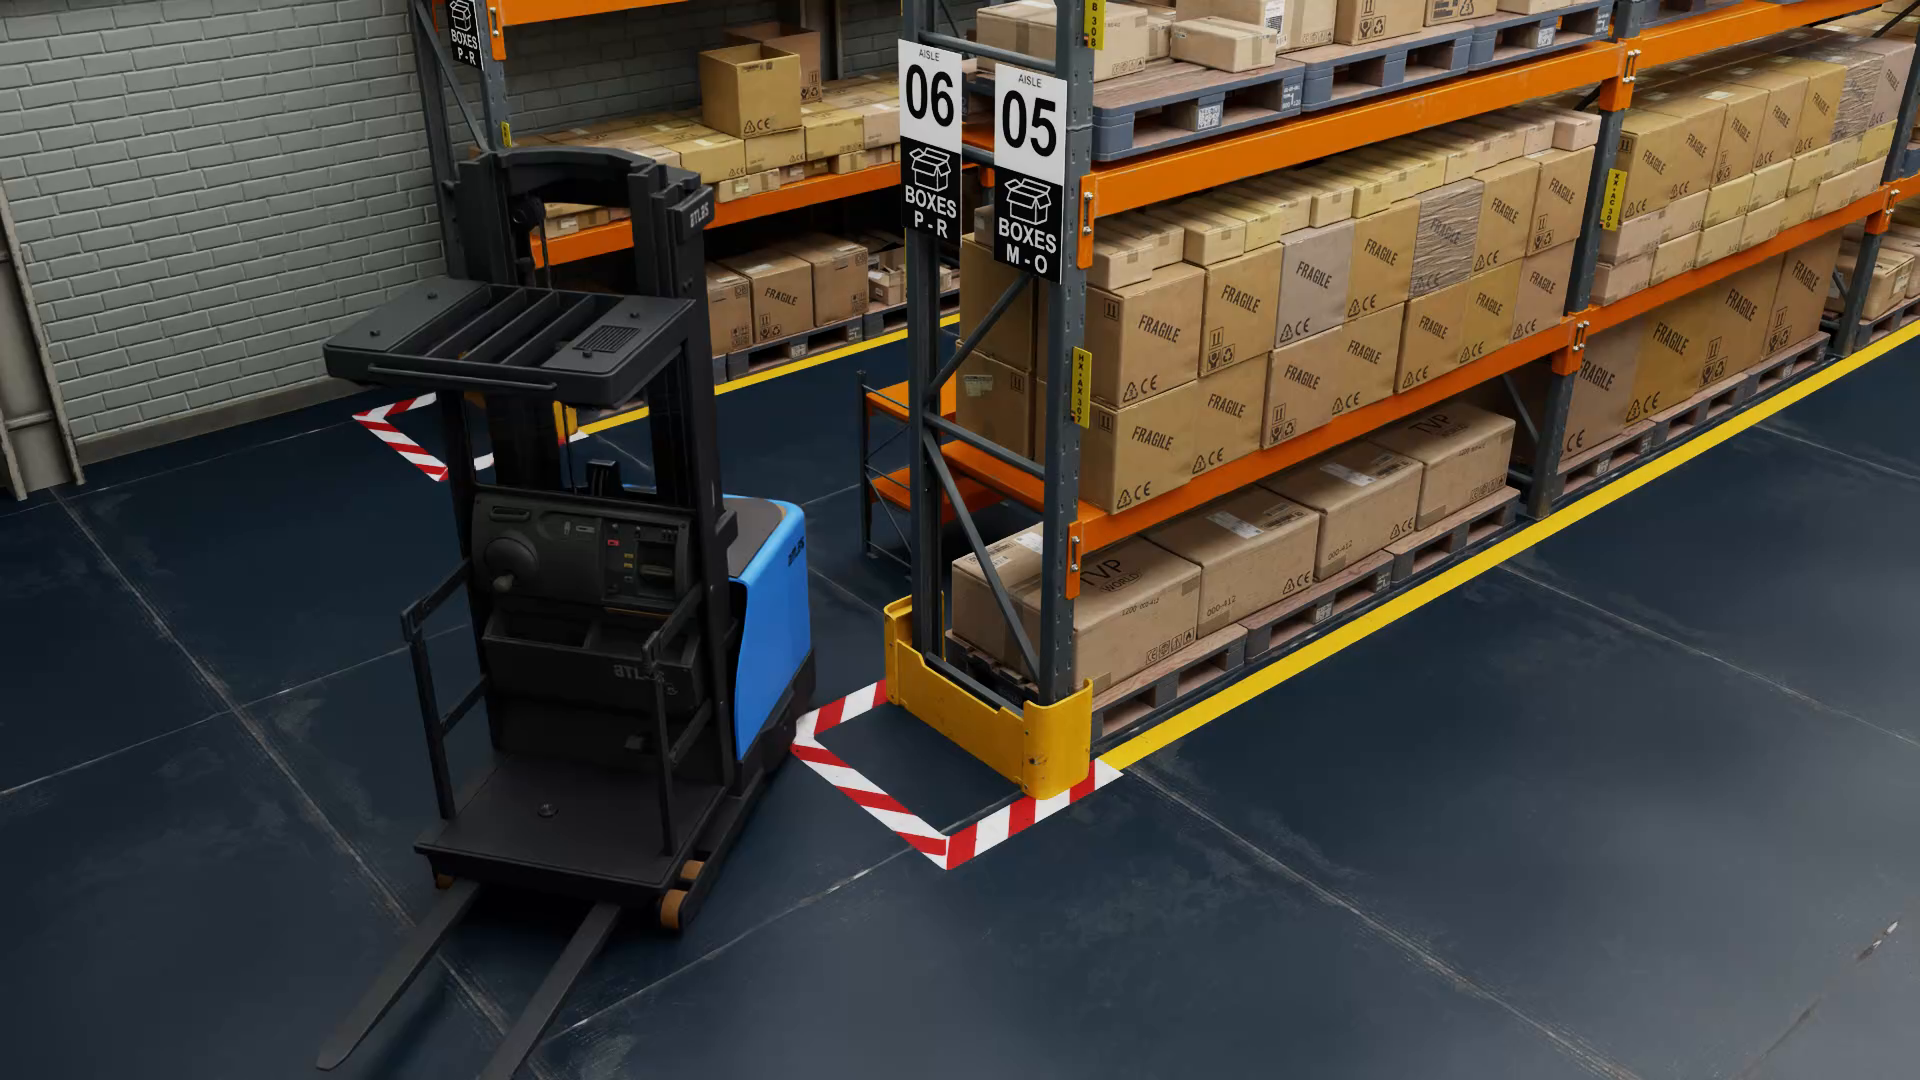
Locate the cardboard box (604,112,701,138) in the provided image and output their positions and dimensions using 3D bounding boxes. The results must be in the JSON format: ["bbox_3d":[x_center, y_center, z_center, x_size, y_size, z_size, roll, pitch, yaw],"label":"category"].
[{"bbox_3d":[-2.141,-2.786,11.624,0.500,0.250,0.500,-21,34,-33],"label":"cardboard box"}]

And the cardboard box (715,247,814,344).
[{"bbox_3d":[-1.422,-1.787,12.119,0.500,0.500,0.500,-21,35,-34],"label":"cardboard box"}]

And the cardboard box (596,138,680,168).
[{"bbox_3d":[-2.188,-2.440,10.976,0.500,0.250,0.500,-21,35,-34],"label":"cardboard box"}]

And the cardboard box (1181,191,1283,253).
[{"bbox_3d":[1.196,-1.411,7.353,0.250,0.149,0.380,-23,36,-36],"label":"cardboard box"}]

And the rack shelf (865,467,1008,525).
[{"bbox_3d":[-0.005,-0.278,9.596,1.000,0.278,0.538,-22,35,-35],"label":"rack shelf"}]

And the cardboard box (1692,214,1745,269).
[{"bbox_3d":[4.475,-1.907,10.295,0.500,0.250,0.500,-22,35,-35],"label":"cardboard box"}]

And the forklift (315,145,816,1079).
[{"bbox_3d":[-1.568,0.097,6.460,1.130,2.935,3.031,7,29,12],"label":"forklift"}]

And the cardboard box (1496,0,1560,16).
[{"bbox_3d":[2.697,-2.674,8.103,0.250,0.149,0.380,-21,35,-34],"label":"cardboard box"}]

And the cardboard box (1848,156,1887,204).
[{"bbox_3d":[6.003,-2.533,11.466,0.500,0.250,0.500,-23,36,-37],"label":"cardboard box"}]

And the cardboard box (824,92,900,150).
[{"bbox_3d":[-0.649,-3.065,12.146,0.500,0.250,0.500,-22,35,-35],"label":"cardboard box"}]

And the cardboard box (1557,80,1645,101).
[{"bbox_3d":[3.742,-2.496,10.071,0.500,0.500,0.500,-21,35,-34],"label":"cardboard box"}]

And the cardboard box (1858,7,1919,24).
[{"bbox_3d":[7.154,-3.763,12.741,0.500,0.500,0.500,-25,37,-38],"label":"cardboard box"}]

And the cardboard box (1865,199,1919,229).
[{"bbox_3d":[7.792,-2.501,13.590,0.625,0.372,0.950,-21,34,-33],"label":"cardboard box"}]

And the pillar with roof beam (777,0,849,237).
[{"bbox_3d":[1.631,-4.614,8.837,0.400,9.000,9.100,-22,35,-35],"label":"pillar with roof beam"}]

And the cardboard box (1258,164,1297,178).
[{"bbox_3d":[1.423,-1.836,8.147,0.250,0.149,0.380,-21,34,-33],"label":"cardboard box"}]

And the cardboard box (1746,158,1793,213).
[{"bbox_3d":[4.857,-2.281,10.464,0.500,0.250,0.500,-23,36,-36],"label":"cardboard box"}]

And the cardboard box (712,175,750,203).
[{"bbox_3d":[-1.651,-2.446,11.411,0.250,0.149,0.380,-23,36,-36],"label":"cardboard box"}]

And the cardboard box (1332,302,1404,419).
[{"bbox_3d":[1.820,-0.961,8.259,0.500,0.500,0.500,-21,34,-33],"label":"cardboard box"}]

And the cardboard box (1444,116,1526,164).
[{"bbox_3d":[2.681,-2.071,8.588,0.250,0.149,0.380,-22,35,-35],"label":"cardboard box"}]

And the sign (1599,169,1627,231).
[{"bbox_3d":[3.537,-1.841,9.010,0.005,0.325,0.100,-22,35,-35],"label":"sign"}]

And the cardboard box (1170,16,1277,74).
[{"bbox_3d":[1.110,-2.091,7.013,0.250,0.149,0.380,-20,34,-33],"label":"cardboard box"}]

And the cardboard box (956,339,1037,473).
[{"bbox_3d":[0.328,-0.686,7.745,0.500,0.500,0.500,-22,35,-35],"label":"cardboard box"}]

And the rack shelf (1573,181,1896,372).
[{"bbox_3d":[4.697,-1.918,10.919,4.000,0.370,1.077,-22,35,-35],"label":"rack shelf"}]

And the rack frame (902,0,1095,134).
[{"bbox_3d":[0.133,-3.045,5.901,0.127,3.000,1.000,-22,35,-35],"label":"rack frame"}]

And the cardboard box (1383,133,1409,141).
[{"bbox_3d":[2.187,-2.159,8.753,0.250,0.149,0.380,-22,35,-35],"label":"cardboard box"}]

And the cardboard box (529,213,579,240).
[{"bbox_3d":[-2.664,-2.069,10.706,0.250,0.149,0.380,-22,35,-35],"label":"cardboard box"}]

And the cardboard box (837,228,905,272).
[{"bbox_3d":[-0.705,-2.284,13.248,0.500,0.311,0.500,-20,34,-33],"label":"cardboard box"}]

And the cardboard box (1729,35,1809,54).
[{"bbox_3d":[5.314,-3.113,11.226,0.500,0.500,0.500,-22,35,-35],"label":"cardboard box"}]

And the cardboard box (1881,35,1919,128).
[{"bbox_3d":[6.711,-3.262,11.804,0.500,0.500,0.500,-23,36,-36],"label":"cardboard box"}]

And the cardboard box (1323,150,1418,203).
[{"bbox_3d":[1.957,-1.737,7.963,0.250,0.149,0.380,-22,35,-35],"label":"cardboard box"}]

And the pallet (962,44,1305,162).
[{"bbox_3d":[0.690,-1.914,7.060,1.213,0.211,1.003,-22,35,-35],"label":"pallet"}]

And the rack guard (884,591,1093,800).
[{"bbox_3d":[0.115,0.710,7.890,0.348,0.500,1.175,-22,35,-35],"label":"rack guard"}]

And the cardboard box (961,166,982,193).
[{"bbox_3d":[0.044,-2.987,13.674,0.250,0.149,0.380,-24,36,-37],"label":"cardboard box"}]

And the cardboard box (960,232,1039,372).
[{"bbox_3d":[0.345,-1.117,7.491,0.500,0.500,0.500,-21,34,-33],"label":"cardboard box"}]

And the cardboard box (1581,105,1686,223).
[{"bbox_3d":[3.697,-2.140,9.404,0.500,0.500,0.500,-21,35,-34],"label":"cardboard box"}]

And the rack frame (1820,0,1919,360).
[{"bbox_3d":[6.219,-2.847,11.894,0.127,3.000,1.000,-22,35,-35],"label":"rack frame"}]

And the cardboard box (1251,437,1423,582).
[{"bbox_3d":[1.948,-0.251,9.309,0.875,0.438,0.875,-23,36,-36],"label":"cardboard box"}]

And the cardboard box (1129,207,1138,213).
[{"bbox_3d":[0.595,-1.548,7.608,0.250,0.149,0.380,-22,35,-35],"label":"cardboard box"}]

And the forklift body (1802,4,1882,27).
[{"bbox_3d":[8.822,-5.464,17.693,1.214,2.155,2.313,-22,35,-35],"label":"forklift body"}]

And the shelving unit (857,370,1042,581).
[{"bbox_3d":[-0.005,-0.494,9.481,1.048,1.125,0.538,-22,35,-35],"label":"shelving unit"}]

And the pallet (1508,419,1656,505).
[{"bbox_3d":[3.714,-0.656,10.754,1.213,0.211,1.003,-22,35,-35],"label":"pallet"}]

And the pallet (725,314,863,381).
[{"bbox_3d":[-1.500,-1.587,12.496,1.213,0.211,1.003,-22,35,-35],"label":"pallet"}]

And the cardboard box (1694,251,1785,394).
[{"bbox_3d":[4.958,-1.642,11.449,0.875,0.875,0.875,-21,35,-34],"label":"cardboard box"}]

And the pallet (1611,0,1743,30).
[{"bbox_3d":[3.841,-3.160,9.501,1.217,0.209,0.805,-24,36,-37],"label":"pallet"}]

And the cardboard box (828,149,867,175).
[{"bbox_3d":[-0.887,-2.768,12.014,0.250,0.149,0.380,-22,35,-36],"label":"cardboard box"}]

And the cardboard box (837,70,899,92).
[{"bbox_3d":[-0.601,-3.412,12.796,0.500,0.250,0.500,-22,35,-35],"label":"cardboard box"}]

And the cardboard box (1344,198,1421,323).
[{"bbox_3d":[1.837,-1.403,8.026,0.500,0.500,0.500,-22,35,-35],"label":"cardboard box"}]

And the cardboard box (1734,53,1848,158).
[{"bbox_3d":[5.228,-2.770,10.585,0.500,0.500,0.500,-22,35,-35],"label":"cardboard box"}]
